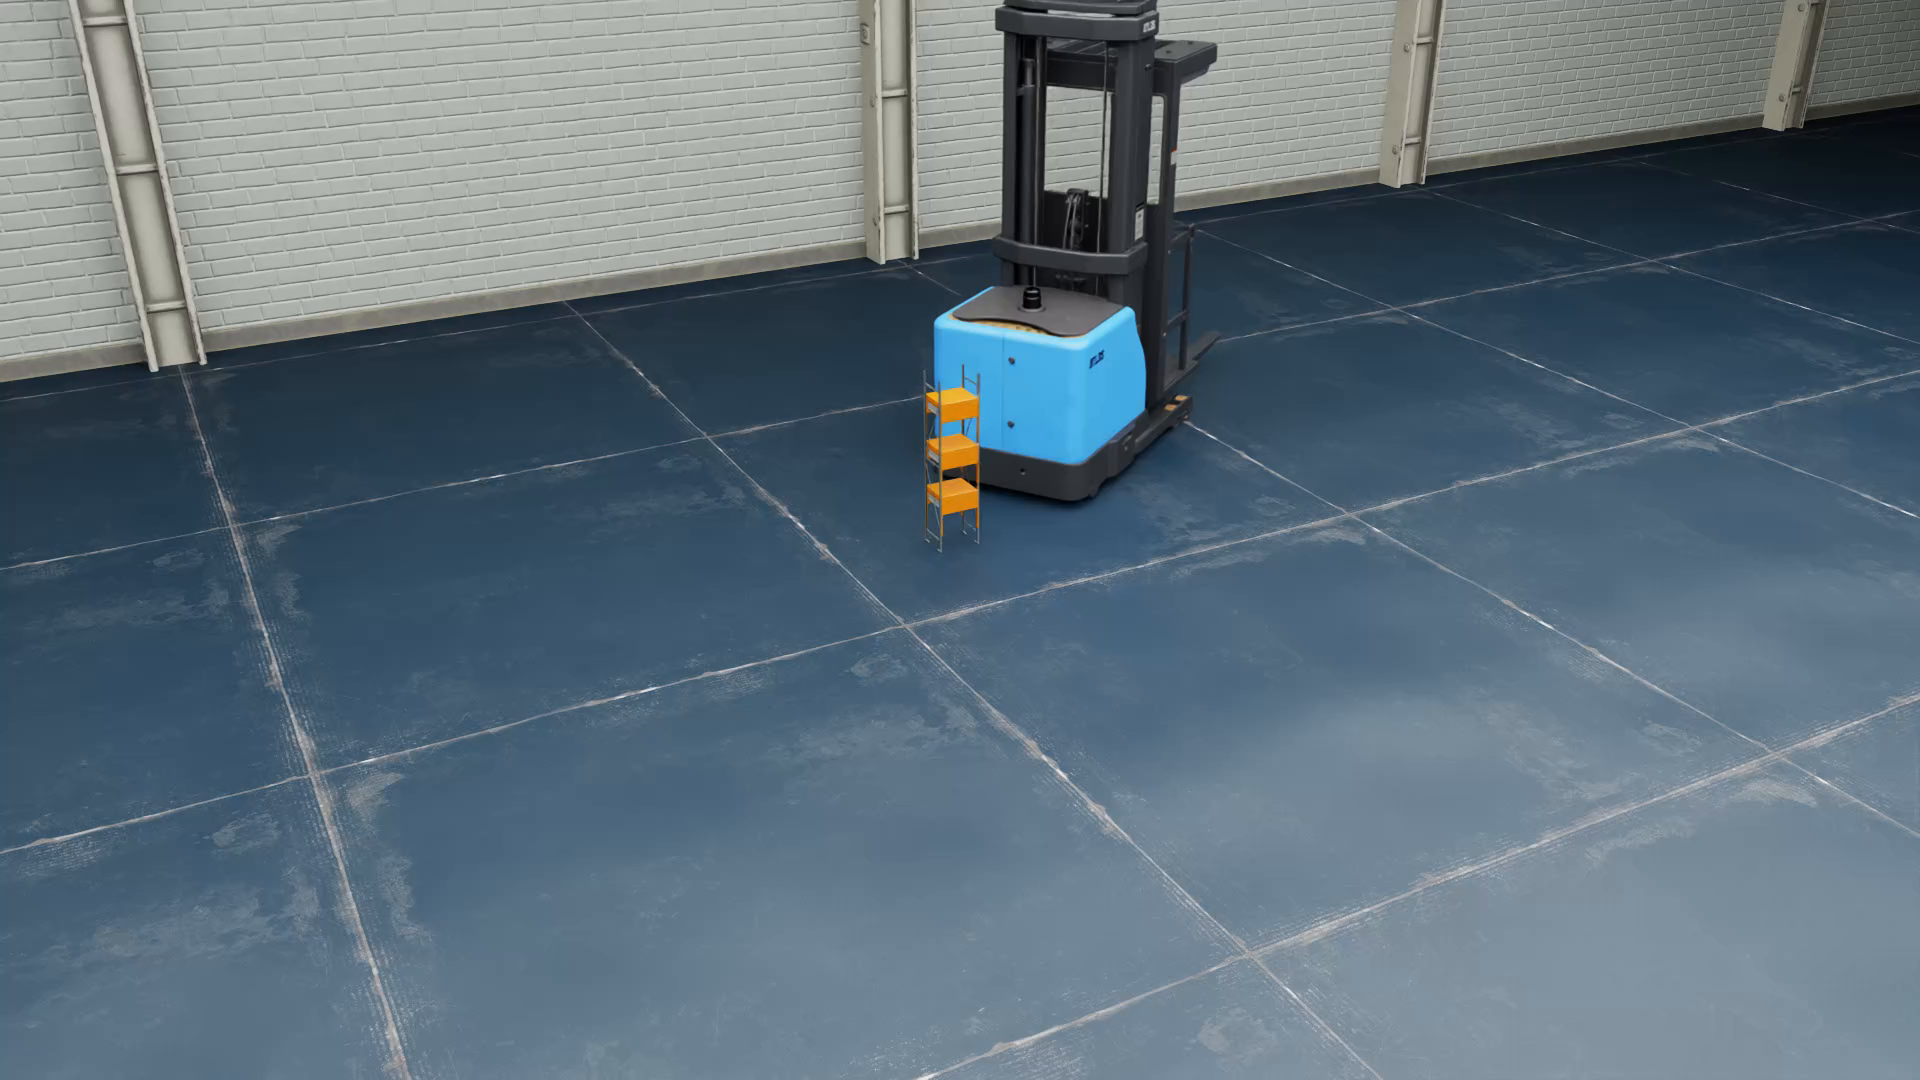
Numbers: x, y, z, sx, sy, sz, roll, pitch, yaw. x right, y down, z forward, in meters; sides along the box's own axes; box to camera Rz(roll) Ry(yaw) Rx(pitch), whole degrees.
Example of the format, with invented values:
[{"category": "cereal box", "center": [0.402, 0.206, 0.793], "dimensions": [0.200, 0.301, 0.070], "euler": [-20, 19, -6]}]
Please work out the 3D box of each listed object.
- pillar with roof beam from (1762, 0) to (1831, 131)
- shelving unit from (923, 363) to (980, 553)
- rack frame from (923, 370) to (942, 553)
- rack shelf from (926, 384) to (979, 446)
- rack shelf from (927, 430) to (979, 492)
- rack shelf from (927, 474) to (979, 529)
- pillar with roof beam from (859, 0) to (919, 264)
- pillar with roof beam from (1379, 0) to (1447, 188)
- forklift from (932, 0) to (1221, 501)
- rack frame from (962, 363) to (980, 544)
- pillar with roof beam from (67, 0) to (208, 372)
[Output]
[{"category": "pillar with roof beam", "center": [11.998, -7.426, 14.819], "dimensions": [0.400, 9.000, 9.100], "euler": [-13, 29, -25]}, {"category": "shelving unit", "center": [-0.047, -0.462, 9.500], "dimensions": [0.252, 1.050, 0.215], "euler": [-13, 29, -25]}, {"category": "rack frame", "center": [-0.155, -0.438, 9.448], "dimensions": [0.008, 1.050, 0.200], "euler": [-13, 29, -25]}, {"category": "rack shelf", "center": [-0.047, -0.709, 9.382], "dimensions": [0.240, 0.259, 0.215], "euler": [-13, 29, -25]}, {"category": "rack shelf", "center": [-0.047, -0.453, 9.505], "dimensions": [0.240, 0.259, 0.215], "euler": [-13, 29, -25]}, {"category": "rack shelf", "center": [-0.047, -0.202, 9.625], "dimensions": [0.240, 0.259, 0.215], "euler": [-13, 29, -25]}, {"category": "pillar with roof beam", "center": [1.410, -4.982, 9.729], "dimensions": [0.400, 9.000, 9.100], "euler": [-13, 29, -25]}, {"category": "pillar with roof beam", "center": [6.704, -6.204, 12.274], "dimensions": [0.400, 9.000, 9.100], "euler": [-13, 29, -25]}, {"category": "forklift", "center": [0.956, -2.162, 10.866], "dimensions": [1.130, 2.935, 3.031], "euler": [13, 28, 25]}, {"category": "rack frame", "center": [0.060, -0.487, 9.552], "dimensions": [0.008, 1.050, 0.200], "euler": [-13, 29, -25]}, {"category": "pillar with roof beam", "center": [-3.884, -3.760, 7.183], "dimensions": [0.400, 9.000, 9.100], "euler": [-13, 29, -25]}]
